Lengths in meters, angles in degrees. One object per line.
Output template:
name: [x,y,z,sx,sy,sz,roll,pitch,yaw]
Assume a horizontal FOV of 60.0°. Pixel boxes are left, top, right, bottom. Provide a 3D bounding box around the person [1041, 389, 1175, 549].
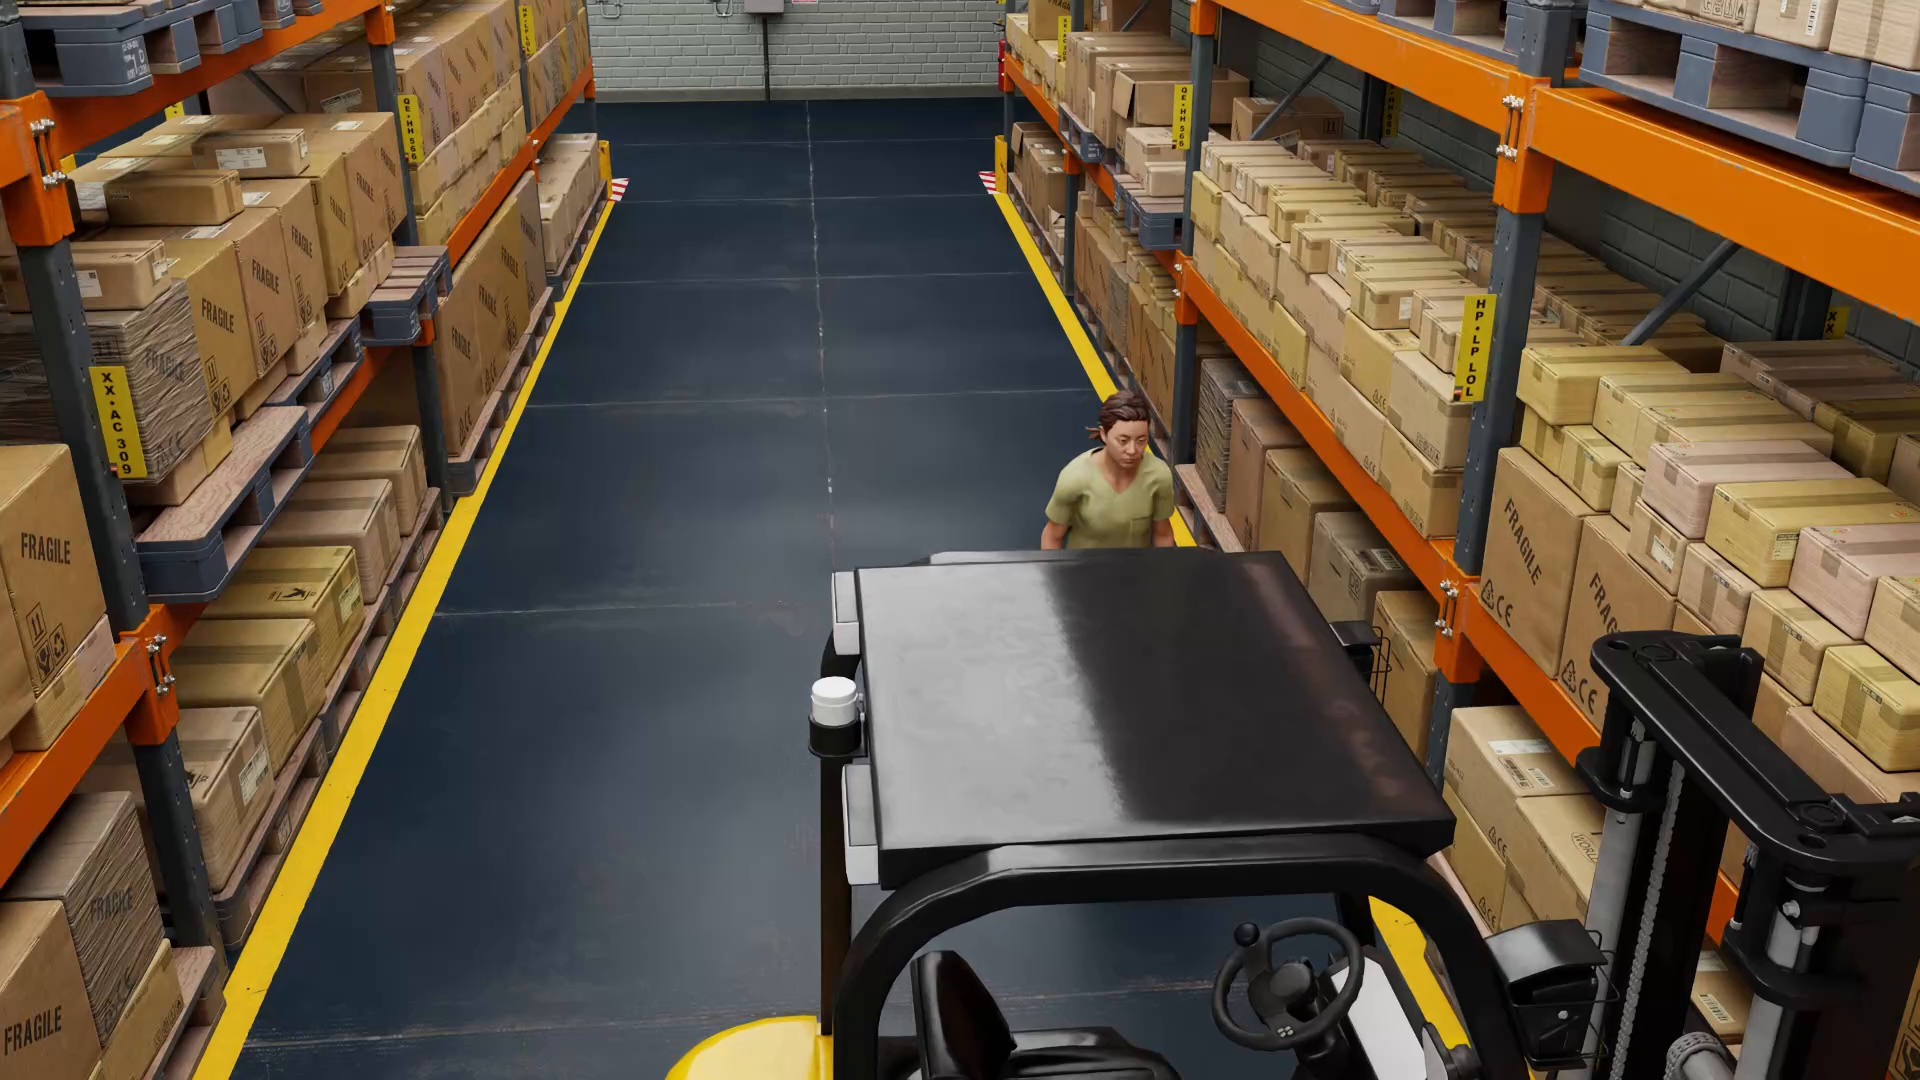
person: [0.543,0.237,6.067,0.502,1.671,0.364,-3,24,-7]
